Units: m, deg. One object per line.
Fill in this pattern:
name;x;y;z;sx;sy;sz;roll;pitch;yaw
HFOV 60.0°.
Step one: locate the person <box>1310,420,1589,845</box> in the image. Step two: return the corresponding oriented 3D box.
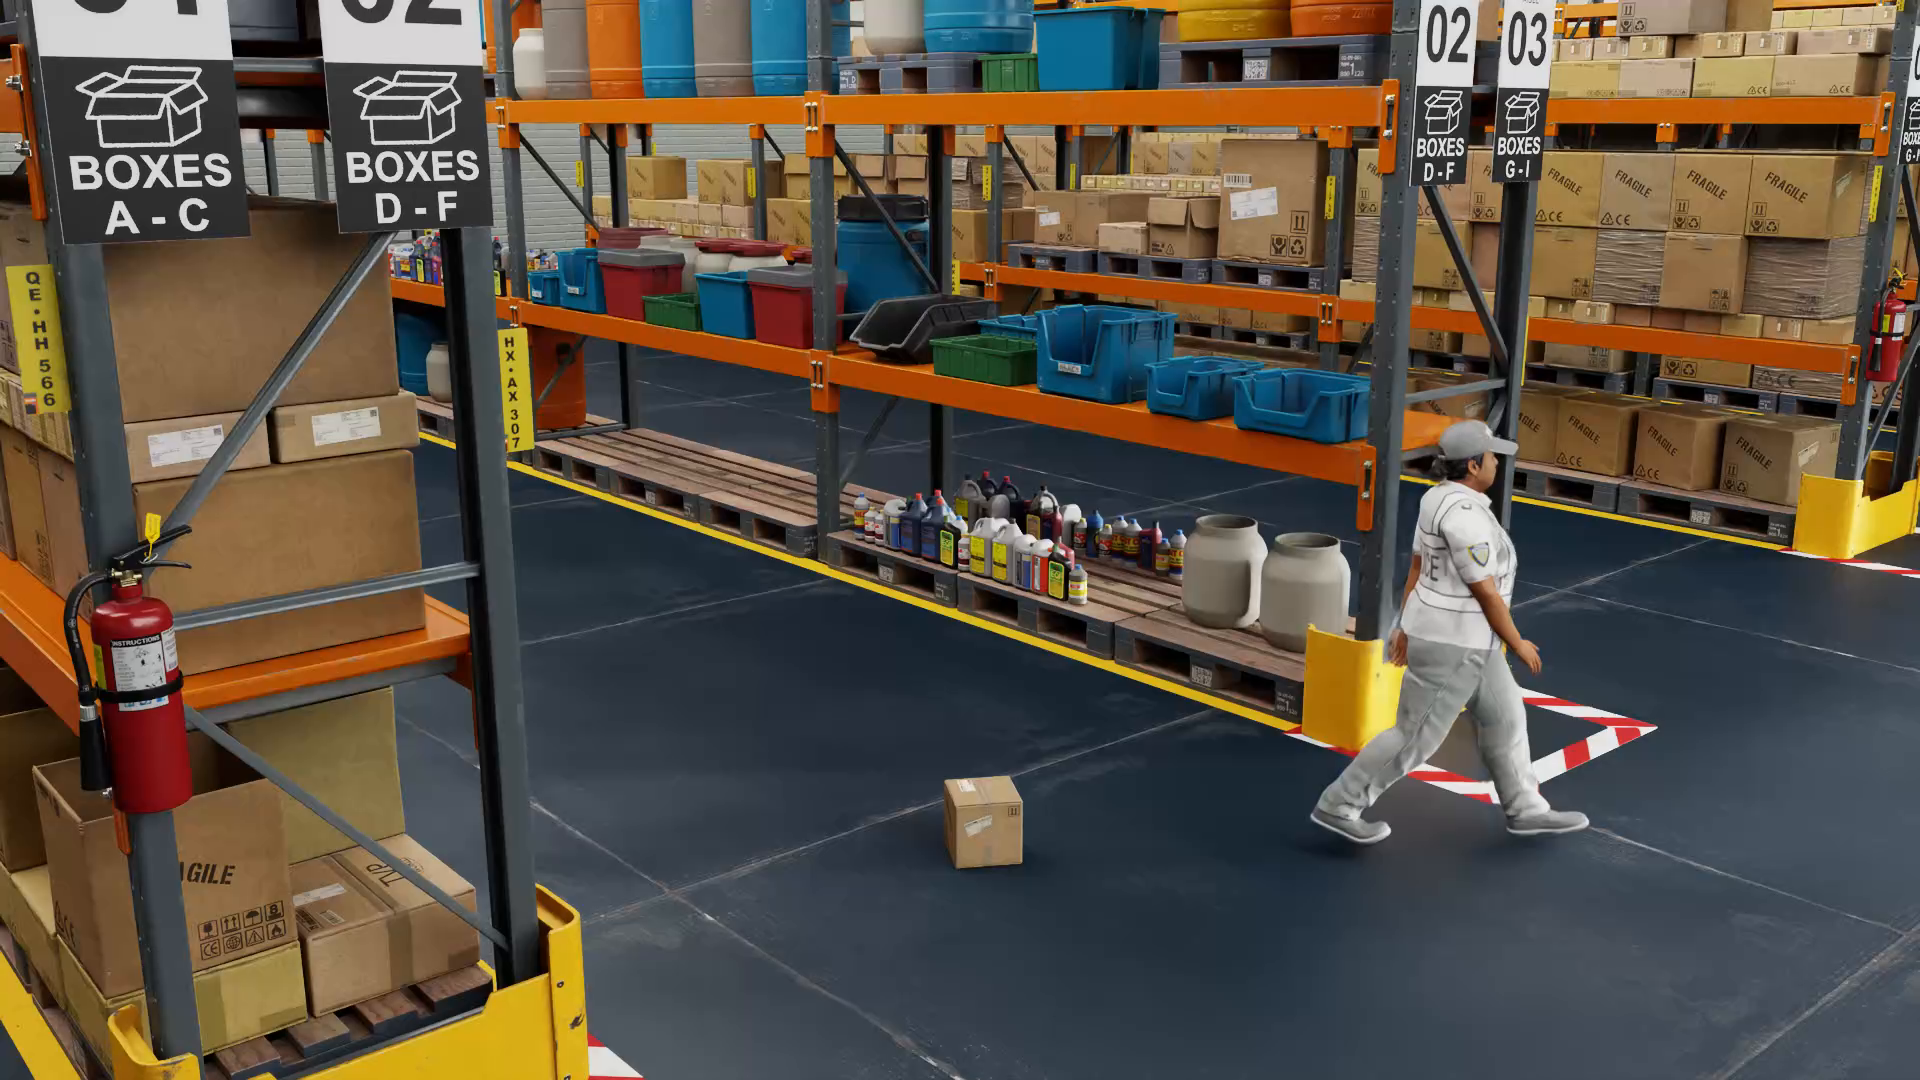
person;1.861;0.356;6.095;1.020;1.604;0.469;3;14;10
